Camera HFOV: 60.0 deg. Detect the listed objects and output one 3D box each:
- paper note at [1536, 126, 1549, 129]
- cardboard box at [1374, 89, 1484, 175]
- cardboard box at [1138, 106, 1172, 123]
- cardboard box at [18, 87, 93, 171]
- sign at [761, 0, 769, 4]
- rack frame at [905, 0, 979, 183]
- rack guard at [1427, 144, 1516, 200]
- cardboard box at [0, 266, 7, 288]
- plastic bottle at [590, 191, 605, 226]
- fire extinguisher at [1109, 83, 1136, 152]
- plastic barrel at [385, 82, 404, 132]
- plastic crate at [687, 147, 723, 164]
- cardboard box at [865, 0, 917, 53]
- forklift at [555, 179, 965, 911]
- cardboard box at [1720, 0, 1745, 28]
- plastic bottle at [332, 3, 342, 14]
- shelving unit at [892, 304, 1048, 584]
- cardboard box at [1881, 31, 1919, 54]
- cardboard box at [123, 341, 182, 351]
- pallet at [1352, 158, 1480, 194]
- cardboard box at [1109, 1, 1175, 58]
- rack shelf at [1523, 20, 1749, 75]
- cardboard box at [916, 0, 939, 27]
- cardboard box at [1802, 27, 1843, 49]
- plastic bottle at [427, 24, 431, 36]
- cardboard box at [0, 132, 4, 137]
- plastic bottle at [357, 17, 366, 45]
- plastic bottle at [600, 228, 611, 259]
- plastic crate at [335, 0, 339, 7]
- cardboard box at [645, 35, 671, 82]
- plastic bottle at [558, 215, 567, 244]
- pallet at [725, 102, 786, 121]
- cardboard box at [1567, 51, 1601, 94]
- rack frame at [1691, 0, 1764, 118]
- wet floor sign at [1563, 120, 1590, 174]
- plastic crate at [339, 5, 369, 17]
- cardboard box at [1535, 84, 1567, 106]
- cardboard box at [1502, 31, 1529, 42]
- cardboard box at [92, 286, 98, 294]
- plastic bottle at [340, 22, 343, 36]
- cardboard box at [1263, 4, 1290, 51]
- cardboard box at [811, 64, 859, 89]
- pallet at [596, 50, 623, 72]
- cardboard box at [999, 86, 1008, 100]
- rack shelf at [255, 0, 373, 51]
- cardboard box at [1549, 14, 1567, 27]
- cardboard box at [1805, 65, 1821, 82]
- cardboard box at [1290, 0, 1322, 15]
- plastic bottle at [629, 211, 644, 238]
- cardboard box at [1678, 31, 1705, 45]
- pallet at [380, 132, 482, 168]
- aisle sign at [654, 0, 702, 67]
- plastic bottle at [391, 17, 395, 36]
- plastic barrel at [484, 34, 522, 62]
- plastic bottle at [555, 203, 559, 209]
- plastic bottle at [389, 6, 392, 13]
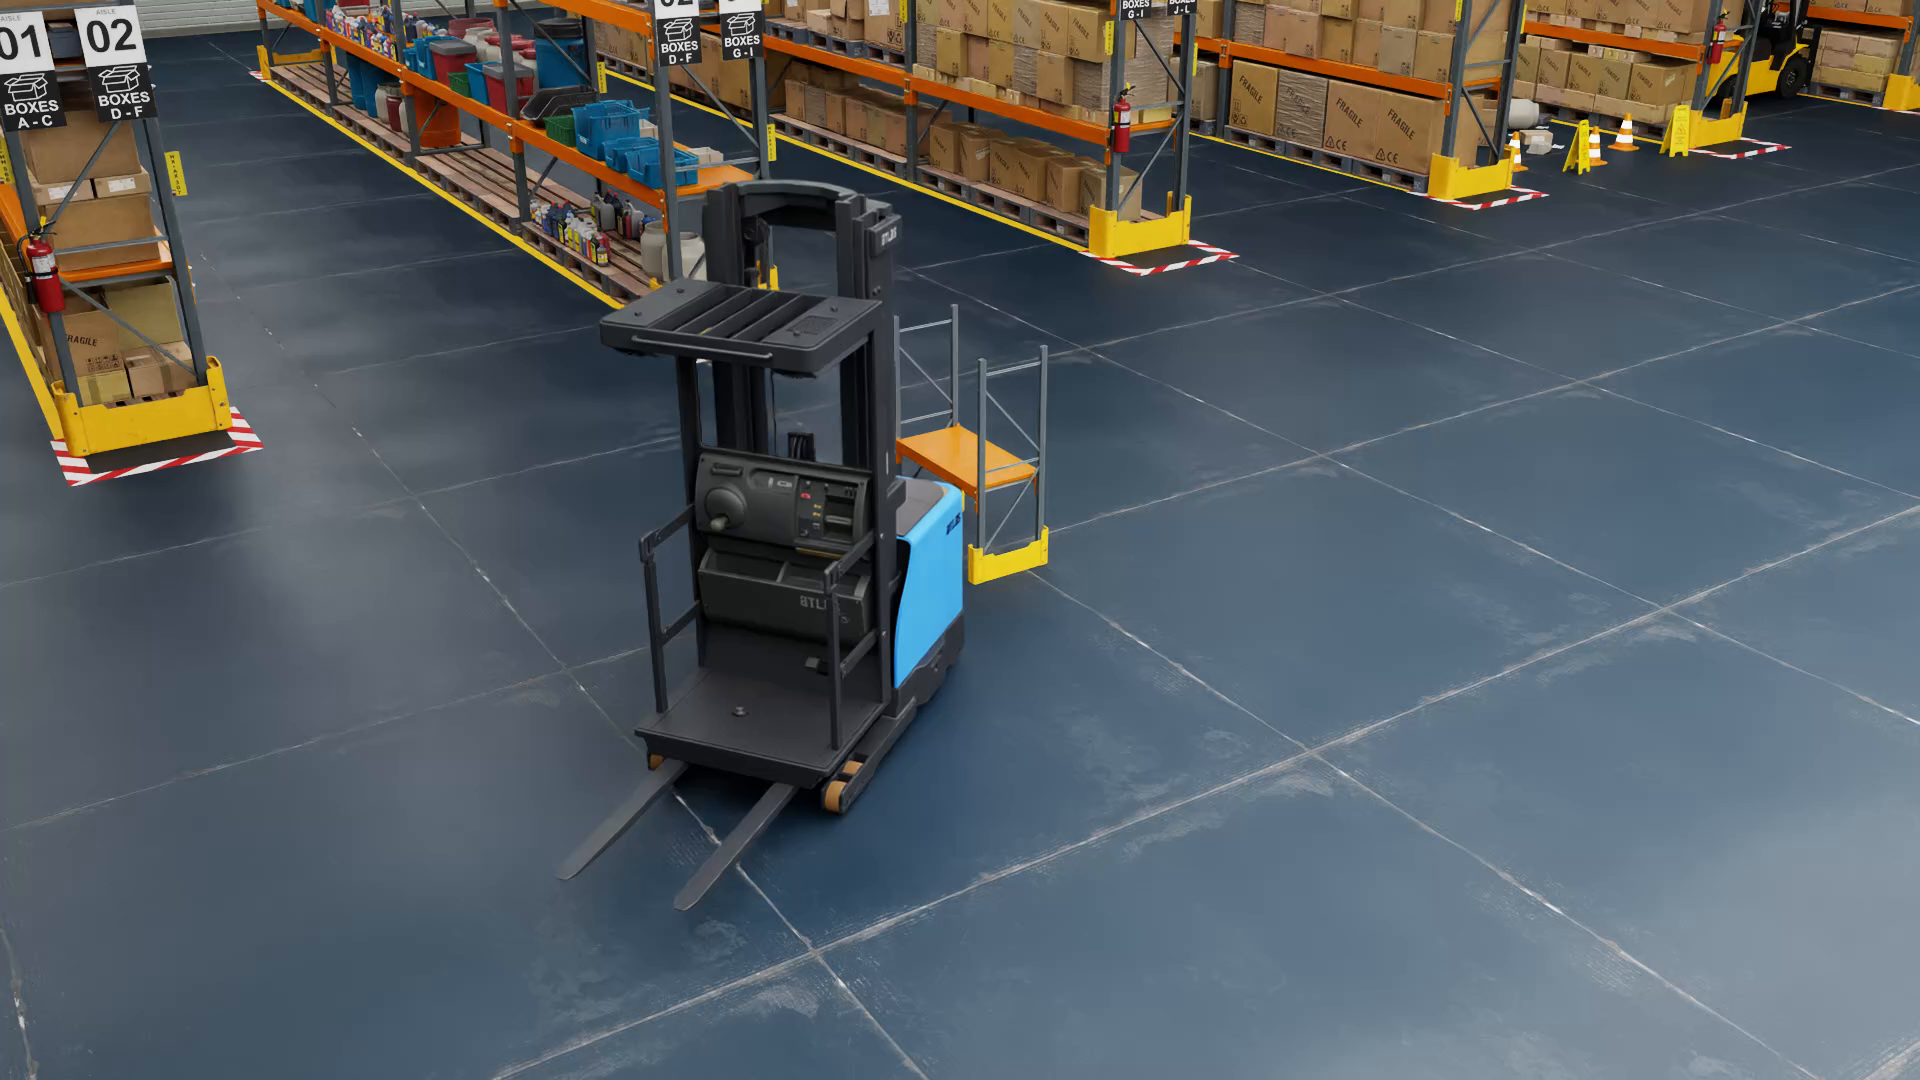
[{"bbox_3d":[8.284,-5.874,23.658,0.148,0.019,0.142,18,31,33],"label":"paper note"},{"bbox_3d":[5.759,-5.065,20.462,0.875,0.875,0.875,-15,29,-29],"label":"cardboard box"},{"bbox_3d":[2.018,-4.533,17.632,0.380,0.149,0.250,-16,29,-30],"label":"cardboard box"},{"bbox_3d":[-6.893,-3.189,12.855,0.700,0.500,0.500,-16,30,-31],"label":"cardboard box"},{"bbox_3d":[-1.712,-4.822,14.426,0.100,0.325,0.005,-16,29,-30],"label":"sign"},{"bbox_3d":[-0.209,-5.919,20.275,1.000,3.000,0.127,-16,29,-30],"label":"rack frame"},{"bbox_3d":[6.198,-4.469,20.132,1.175,0.500,0.348,-16,29,-30],"label":"rack guard"},{"bbox_3d":[-8.981,-2.639,16.056,0.500,0.250,0.500,-16,30,-30],"label":"cardboard box"},{"bbox_3d":[-3.887,-3.569,17.885,0.144,0.351,0.185,-16,29,-30],"label":"plastic bottle"},{"bbox_3d":[1.651,-4.305,16.947,0.296,0.674,0.183,-16,29,-30],"label":"fire extinguisher"},{"bbox_3d":[-7.441,-5.870,22.504,0.600,0.588,0.708,-16,29,-30],"label":"plastic barrel"},{"bbox_3d":[-2.395,-3.610,15.693,0.298,0.136,0.250,-16,29,-30],"label":"plastic crate"},{"bbox_3d":[-0.526,-6.697,20.729,1.000,1.000,1.000,-15,29,-29],"label":"cardboard box"},{"bbox_3d":[-0.975,-0.153,8.141,1.130,2.935,3.031,9,27,19],"label":"forklift"},{"bbox_3d":[10.251,-7.212,22.548,0.500,0.500,0.500,-16,30,-30],"label":"cardboard box"},{"bbox_3d":[-8.784,-7.388,23.445,0.144,0.351,0.185,-16,29,-30],"label":"plastic bottle"},{"bbox_3d":[0.042,-0.651,10.872,0.587,1.500,1.083,-16,29,-30],"label":"shelving unit"},{"bbox_3d":[14.330,-7.571,25.332,0.500,0.250,0.500,-16,30,-30],"label":"cardboard box"},{"bbox_3d":[-6.710,-1.550,13.748,0.500,0.250,0.500,-16,29,-30],"label":"cardboard box"},{"bbox_3d":[5.683,-4.615,20.779,1.003,0.211,1.213,-16,29,-30],"label":"pallet"},{"bbox_3d":[1.902,-5.381,17.498,0.500,0.500,0.500,-16,29,-30],"label":"cardboard box"},{"bbox_3d":[9.185,-7.188,23.806,1.077,0.370,4.000,-16,29,-30],"label":"rack shelf"},{"bbox_3d":[-0.177,-6.331,19.511,0.500,0.500,0.500,-16,29,-30],"label":"cardboard box"},{"bbox_3d":[13.354,-7.806,25.830,0.500,0.250,0.500,-15,29,-29],"label":"cardboard box"},{"bbox_3d":[-7.053,-6.746,22.178,0.097,0.271,0.097,0,25,0],"label":"plastic bottle"},{"bbox_3d":[-7.820,-3.349,13.955,0.380,0.149,0.250,-17,30,-31],"label":"cardboard box"},{"bbox_3d":[-7.971,-6.808,22.216,0.144,0.351,0.185,-16,29,-30],"label":"plastic bottle"},{"bbox_3d":[-3.571,-2.981,16.718,0.061,0.283,0.133,-16,29,-30],"label":"plastic bottle"},{"bbox_3d":[-9.406,-8.189,25.152,0.437,0.282,0.530,-16,29,-30],"label":"plastic crate"},{"bbox_3d":[-4.211,-7.786,26.226,1.225,0.875,0.875,-15,29,-29],"label":"cardboard box"},{"bbox_3d":[-4.108,-3.214,17.211,0.061,0.283,0.133,-14,29,-27],"label":"plastic bottle"},{"bbox_3d":[-2.760,-6.389,24.536,1.003,0.211,1.213,-16,29,-30],"label":"pallet"},{"bbox_3d":[9.064,-6.678,23.732,0.500,0.500,0.500,-16,30,-31],"label":"cardboard box"},{"bbox_3d":[10.277,-6.798,22.137,1.000,3.000,0.127,-16,29,-30],"label":"rack frame"},{"bbox_3d":[7.860,-4.995,21.075,0.267,0.644,0.232,-22,33,-38],"label":"wet floor sign"},{"bbox_3d":[-8.861,-7.734,24.358,0.396,0.136,0.243,-16,29,-30],"label":"plastic crate"},{"bbox_3d":[8.782,-6.524,24.285,0.500,0.250,0.500,-16,30,-30],"label":"cardboard box"},{"bbox_3d":[8.207,-7.475,24.662,0.380,0.149,0.250,-15,29,-29],"label":"cardboard box"},{"bbox_3d":[-6.993,-2.065,13.961,0.500,0.500,0.500,-16,29,-30],"label":"cardboard box"},{"bbox_3d":[-8.500,-7.069,22.943,0.097,0.201,0.097,0,25,0],"label":"plastic bottle"},{"bbox_3d":[4.532,-6.786,21.936,0.875,0.550,0.550,-16,29,-30],"label":"cardboard box"},{"bbox_3d":[-1.704,-6.338,22.696,0.500,0.250,0.500,-12,28,-24],"label":"cardboard box"},{"bbox_3d":[-5.596,-8.247,28.472,1.003,0.211,1.213,-16,29,-30],"label":"pallet"},{"bbox_3d":[0.660,-5.047,18.721,0.380,0.149,0.250,-16,29,-30],"label":"cardboard box"},{"bbox_3d":[-9.818,-8.017,25.561,1.077,0.370,4.000,-16,29,-30],"label":"rack shelf"},{"bbox_3d":[8.687,-7.468,23.850,0.380,0.149,0.250,-15,29,-29],"label":"cardboard box"},{"bbox_3d":[13.384,-7.358,26.052,0.500,0.250,0.500,-15,29,-29],"label":"cardboard box"},{"bbox_3d":[4.751,-7.061,21.252,0.875,0.550,0.550,-16,29,-30],"label":"cardboard box"},{"bbox_3d":[-3.400,-3.326,17.457,0.152,0.276,0.135,-15,29,-29],"label":"plastic bottle"},{"bbox_3d":[9.894,-6.768,22.368,0.380,0.149,0.250,-14,29,-28],"label":"cardboard box"},{"bbox_3d":[-7.008,-5.207,22.033,1.003,0.211,1.213,-16,29,-30],"label":"pallet"},{"bbox_3d":[-2.385,-4.415,14.044,0.394,0.787,0.004,-16,29,-30],"label":"aisle sign"},{"bbox_3d":[-7.787,-7.108,22.944,0.097,0.271,0.097,0,25,0],"label":"plastic bottle"},{"bbox_3d":[-5.335,-5.637,19.518,0.433,0.535,0.433,0,25,0],"label":"plastic barrel"},{"bbox_3d":[-4.264,-3.435,17.680,0.061,0.283,0.133,-16,29,-30],"label":"plastic bottle"},{"bbox_3d":[-7.951,-7.352,23.367,0.144,0.351,0.185,-16,29,-30],"label":"plastic bottle"}]
